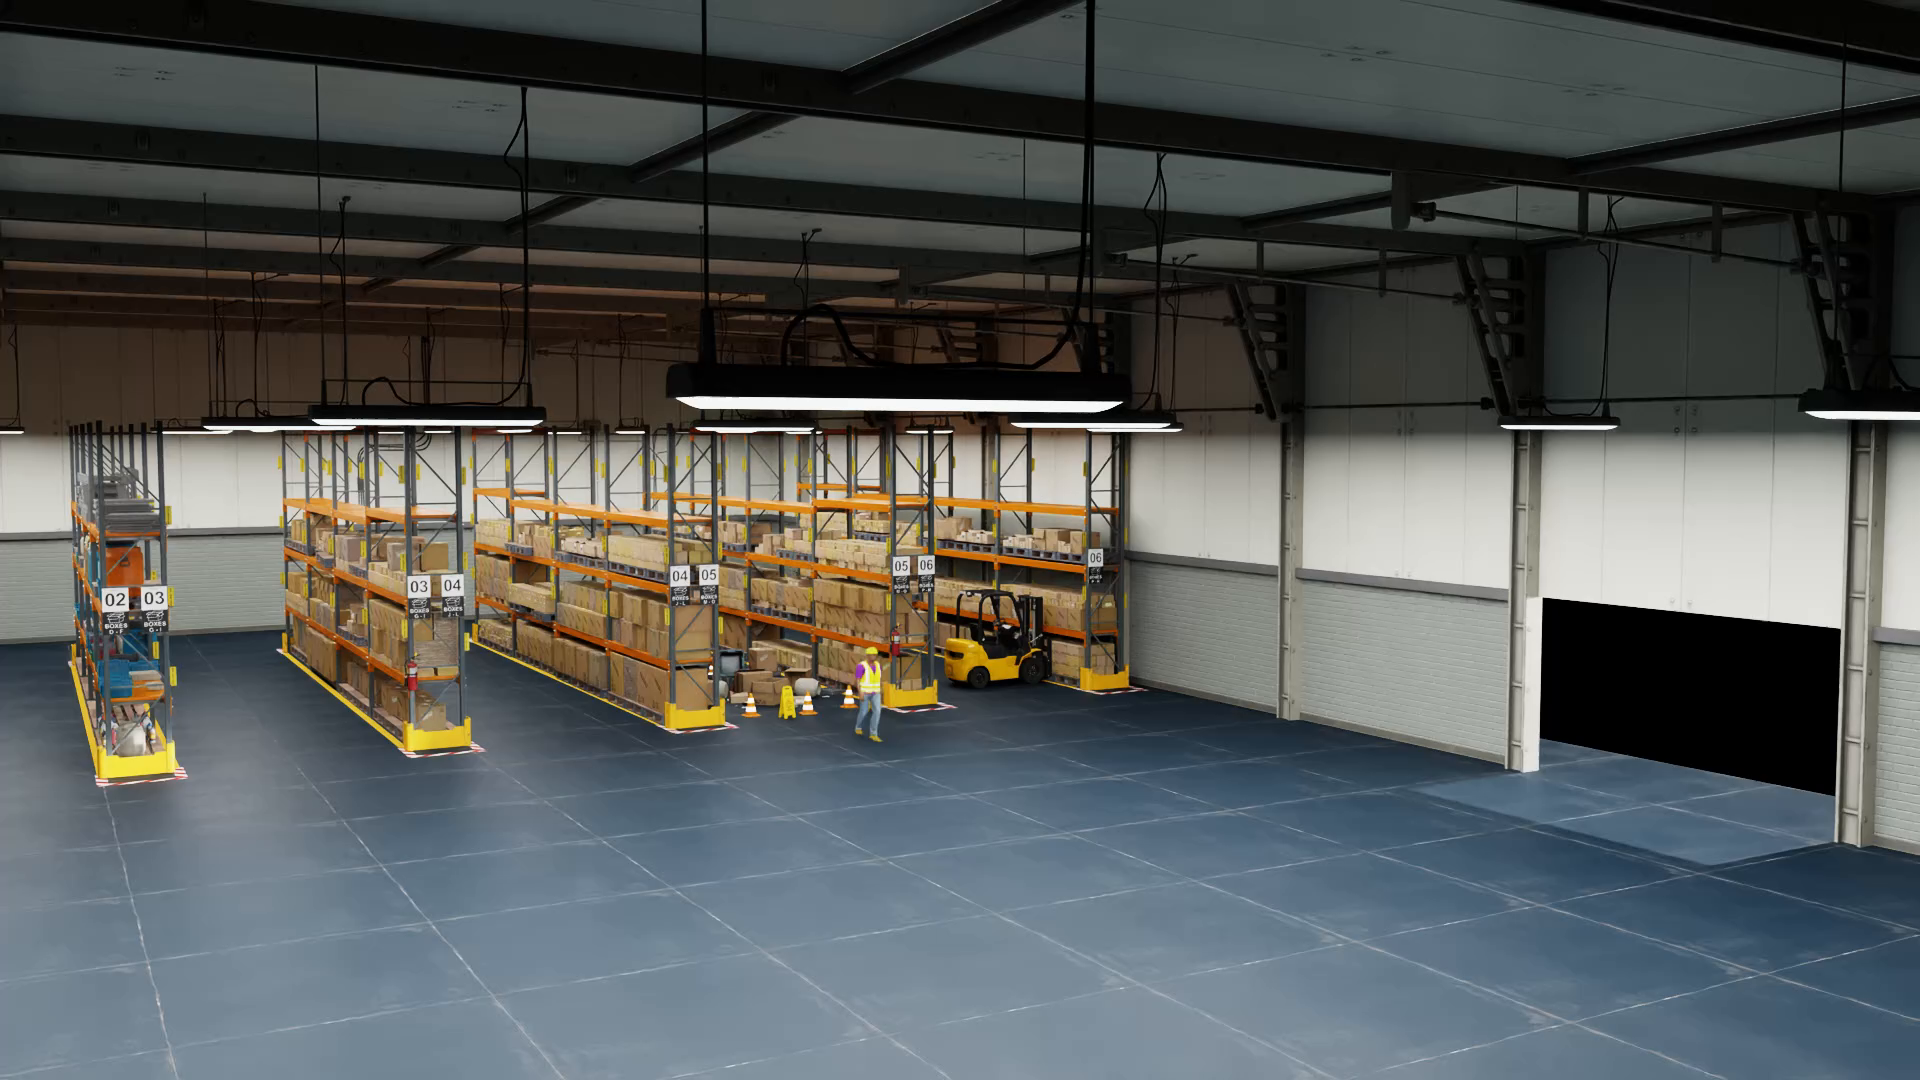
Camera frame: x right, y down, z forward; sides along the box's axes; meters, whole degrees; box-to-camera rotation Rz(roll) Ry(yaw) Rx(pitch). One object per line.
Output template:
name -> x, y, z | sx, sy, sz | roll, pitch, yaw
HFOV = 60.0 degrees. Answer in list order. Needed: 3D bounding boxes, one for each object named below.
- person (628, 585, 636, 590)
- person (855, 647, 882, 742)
person -> -8.920, 2.077, 44.802 | 0.670, 1.748, 0.461 | -3, 4, -36
person -> -1.698, 2.917, 31.574 | 0.665, 1.765, 0.763 | -3, 4, -37
